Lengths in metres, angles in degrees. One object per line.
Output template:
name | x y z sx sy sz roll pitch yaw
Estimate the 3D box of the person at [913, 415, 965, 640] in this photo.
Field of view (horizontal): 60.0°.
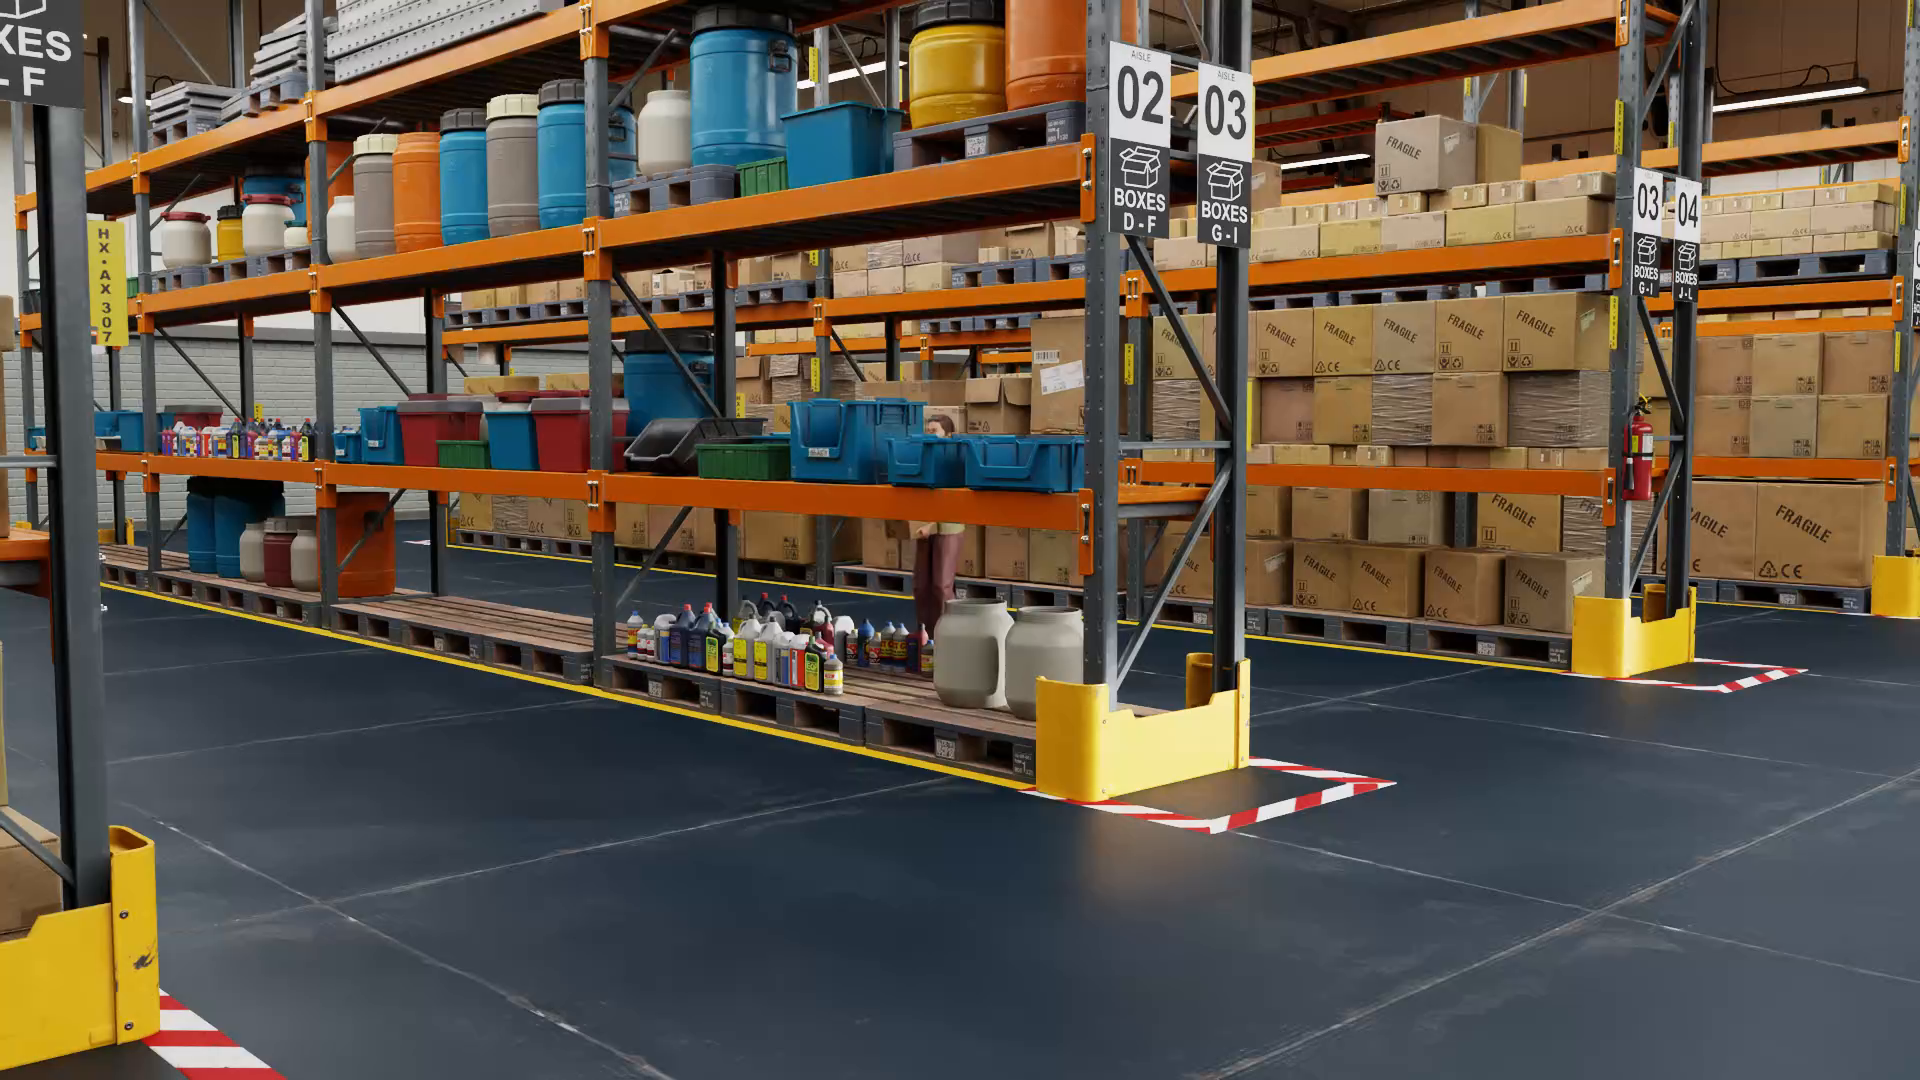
person | -0.203 -0.013 11.273 0.514 1.669 0.406 -4 6 -45
